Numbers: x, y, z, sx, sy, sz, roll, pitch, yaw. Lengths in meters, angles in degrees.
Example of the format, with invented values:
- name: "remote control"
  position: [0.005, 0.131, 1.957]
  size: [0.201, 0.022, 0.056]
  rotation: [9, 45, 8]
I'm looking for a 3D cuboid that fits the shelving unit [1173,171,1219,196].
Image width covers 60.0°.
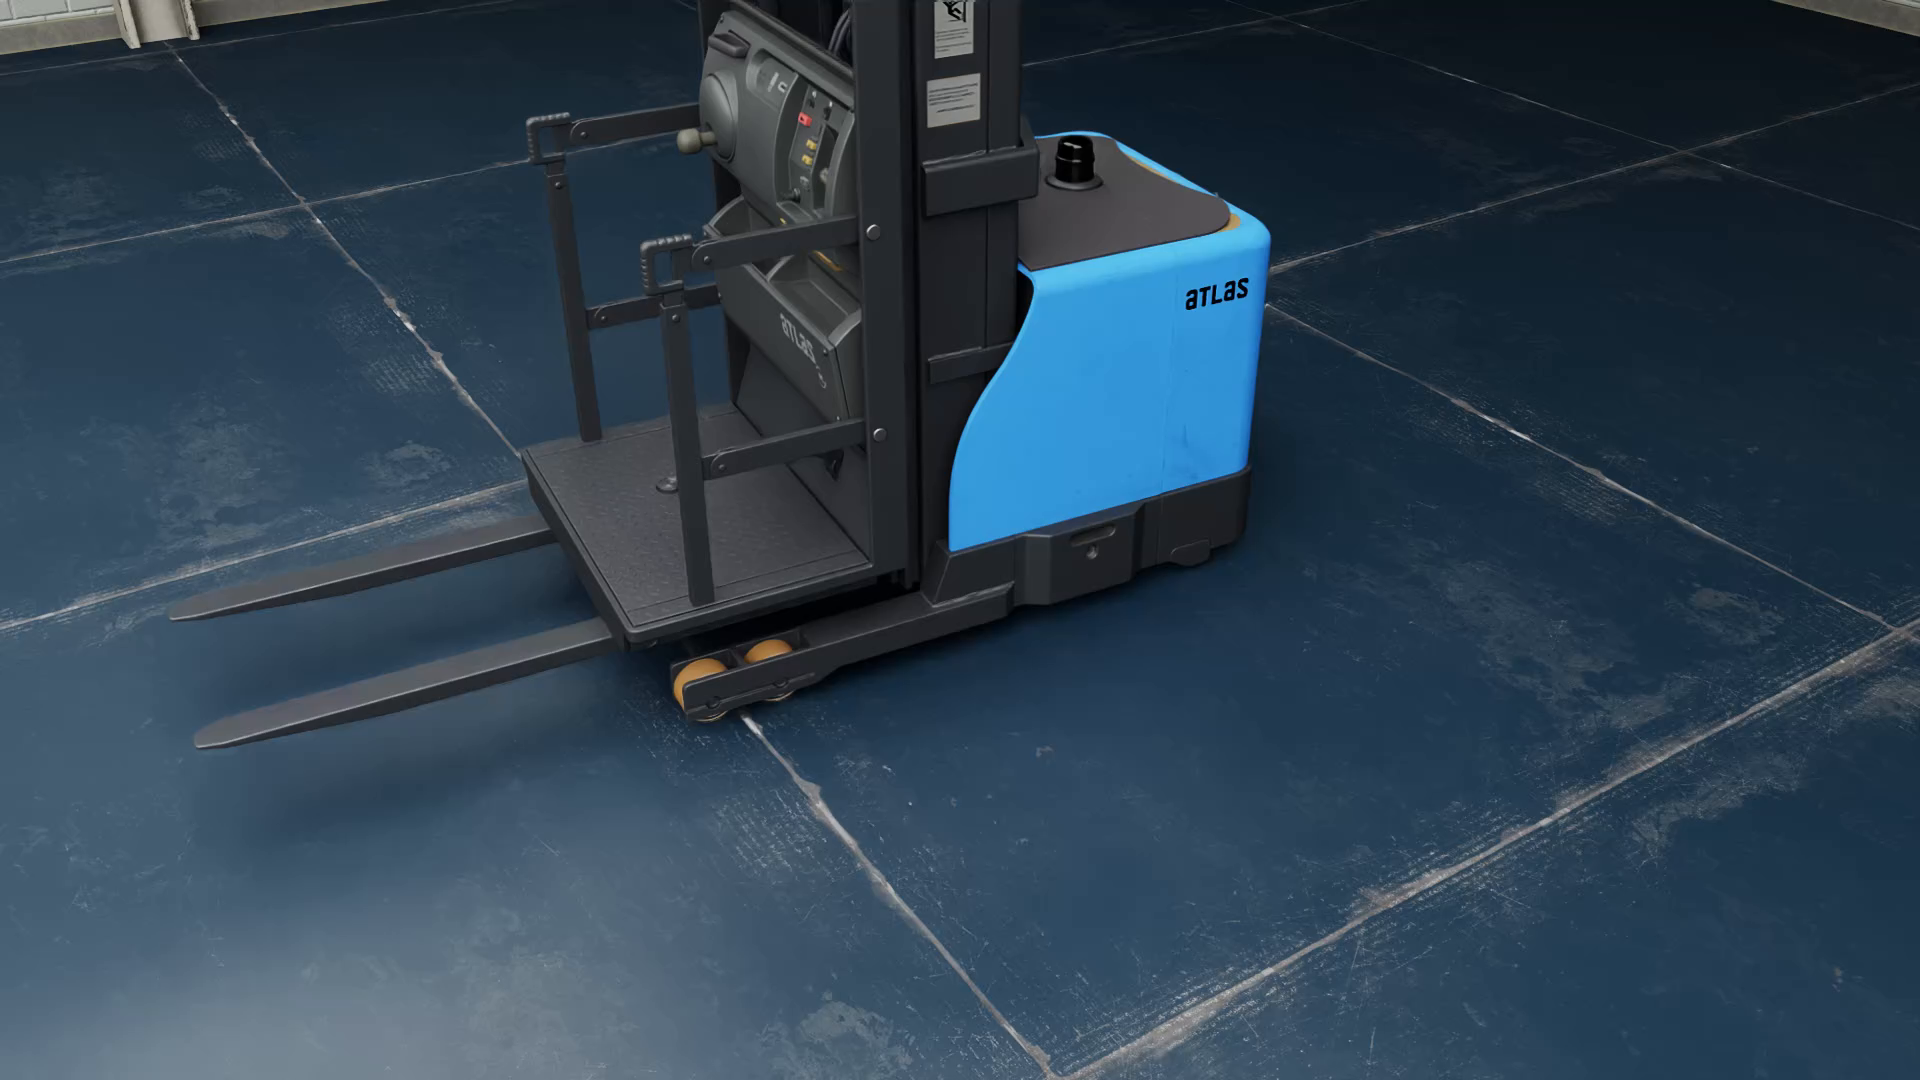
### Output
- name: "shelving unit"
  position: [0.668, -0.753, 5.595]
  size: [0.210, 0.900, 0.258]
  rotation: [-16, 36, -26]

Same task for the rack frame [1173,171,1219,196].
- name: "rack frame"
  position: [0.756, -0.778, 5.640]
  size: [0.006, 0.900, 0.240]
  rotation: [-16, 36, -26]

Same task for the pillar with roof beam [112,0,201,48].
- name: "pillar with roof beam"
  position: [-2.510, -4.921, 4.617]
  size: [0.400, 9.000, 9.100]
  rotation: [-19, 37, -27]

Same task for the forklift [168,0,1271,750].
- name: "forklift"
  position: [-0.661, -1.074, 4.205]
  size: [3.031, 2.935, 1.130]
  rotation: [-15, 35, -23]
